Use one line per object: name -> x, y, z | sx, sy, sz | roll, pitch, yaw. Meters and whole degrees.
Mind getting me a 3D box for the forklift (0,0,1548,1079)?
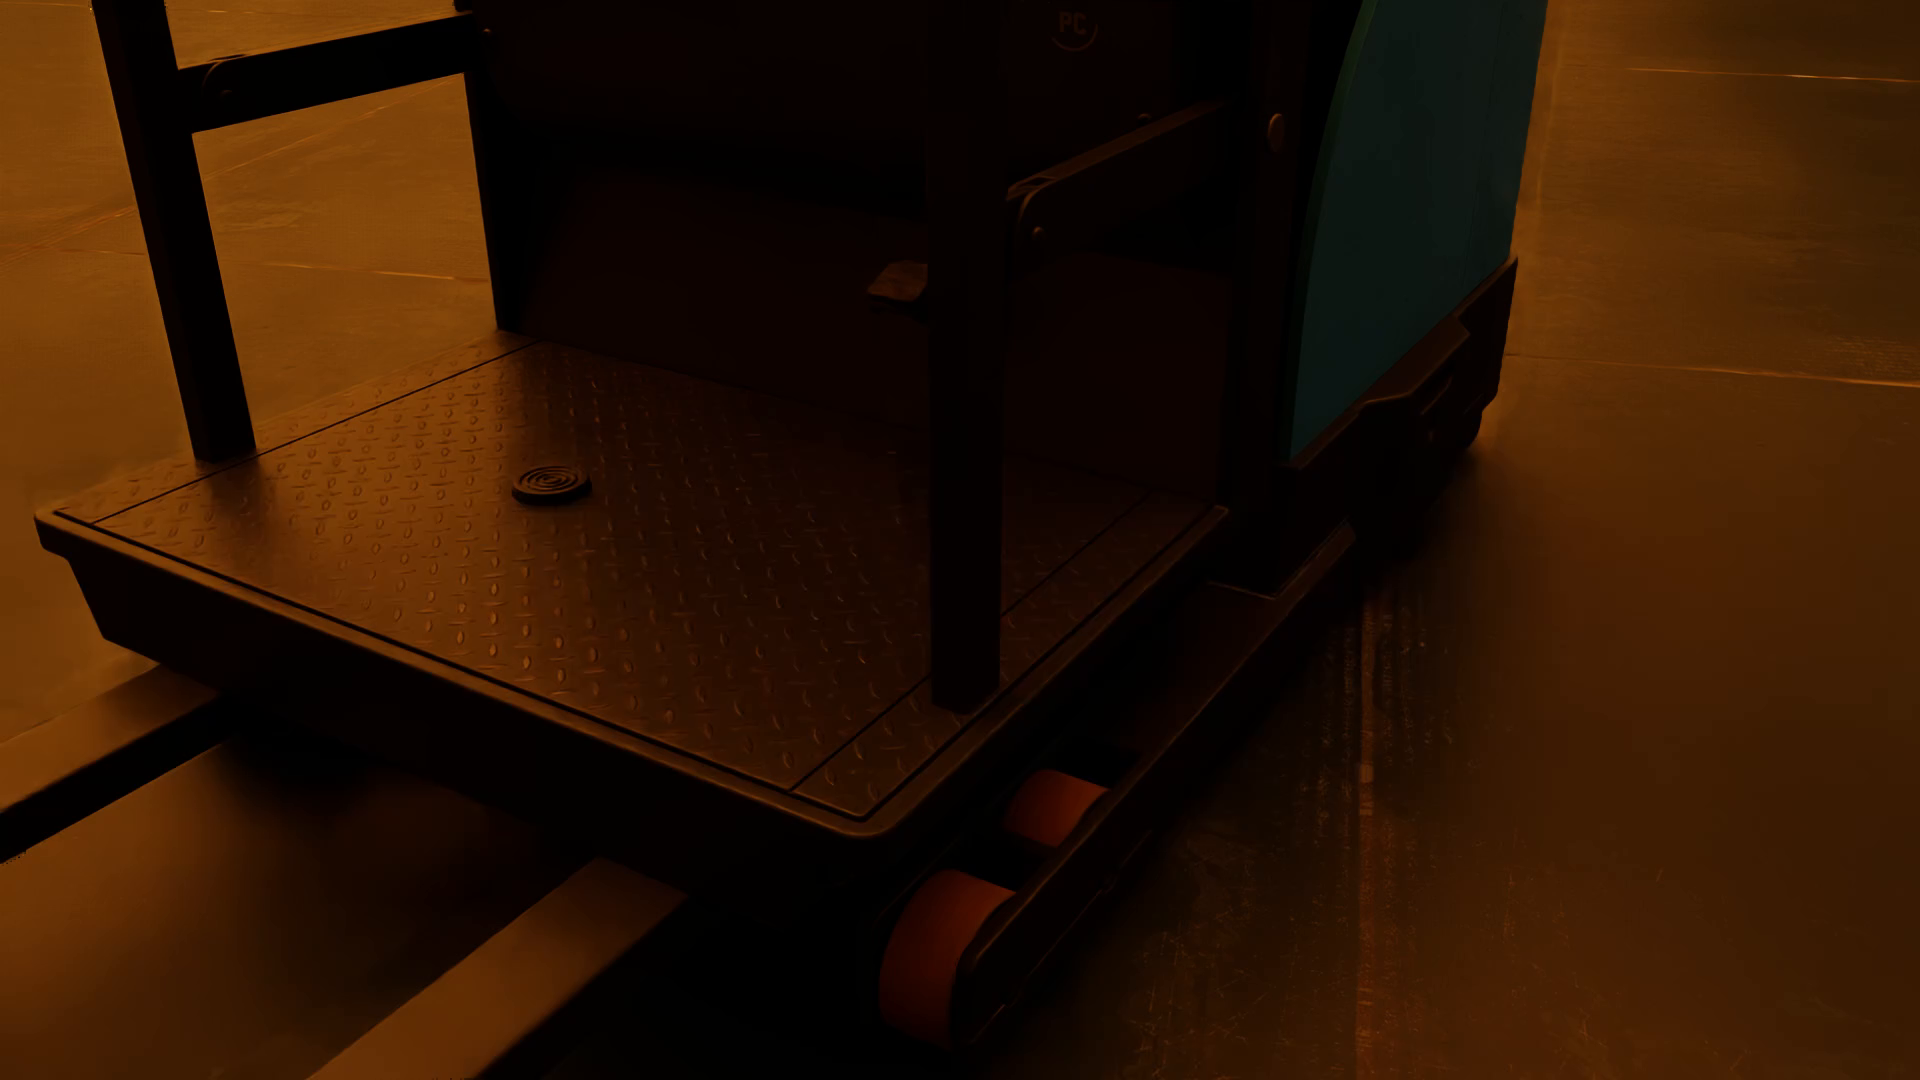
forklift -> -0.278, -1.071, 1.368 | 1.130, 2.935, 3.031 | 15, 31, 28
